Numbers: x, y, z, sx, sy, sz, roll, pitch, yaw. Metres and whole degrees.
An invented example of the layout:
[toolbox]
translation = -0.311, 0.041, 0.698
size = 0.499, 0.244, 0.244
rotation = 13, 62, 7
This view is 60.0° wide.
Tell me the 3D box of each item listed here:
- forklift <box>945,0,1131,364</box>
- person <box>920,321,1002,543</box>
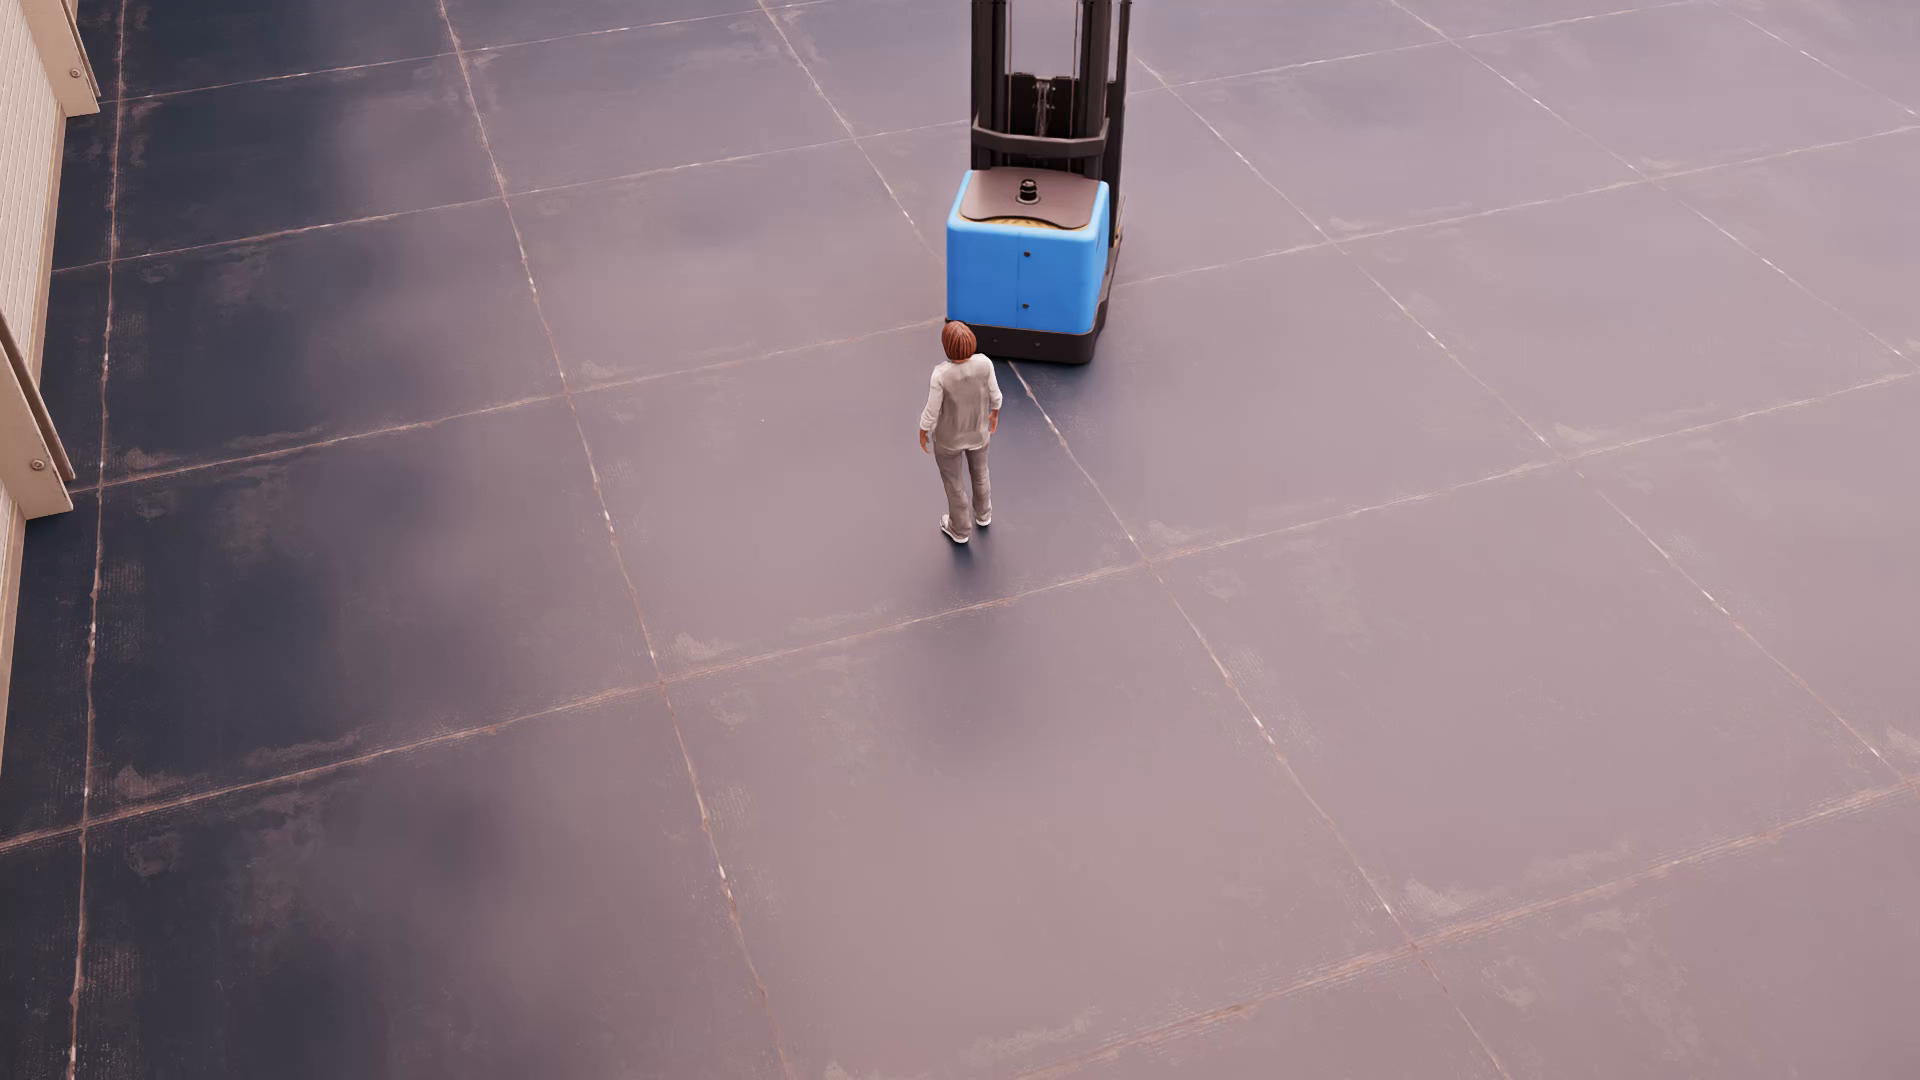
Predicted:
[forklift]
translation = 0.665, -3.308, 11.936
size = 1.130, 2.935, 3.031
rotation = 7, 40, 8
[person]
translation = -0.013, -0.665, 9.815
size = 0.521, 1.599, 0.473
rotation = -13, 42, -15
